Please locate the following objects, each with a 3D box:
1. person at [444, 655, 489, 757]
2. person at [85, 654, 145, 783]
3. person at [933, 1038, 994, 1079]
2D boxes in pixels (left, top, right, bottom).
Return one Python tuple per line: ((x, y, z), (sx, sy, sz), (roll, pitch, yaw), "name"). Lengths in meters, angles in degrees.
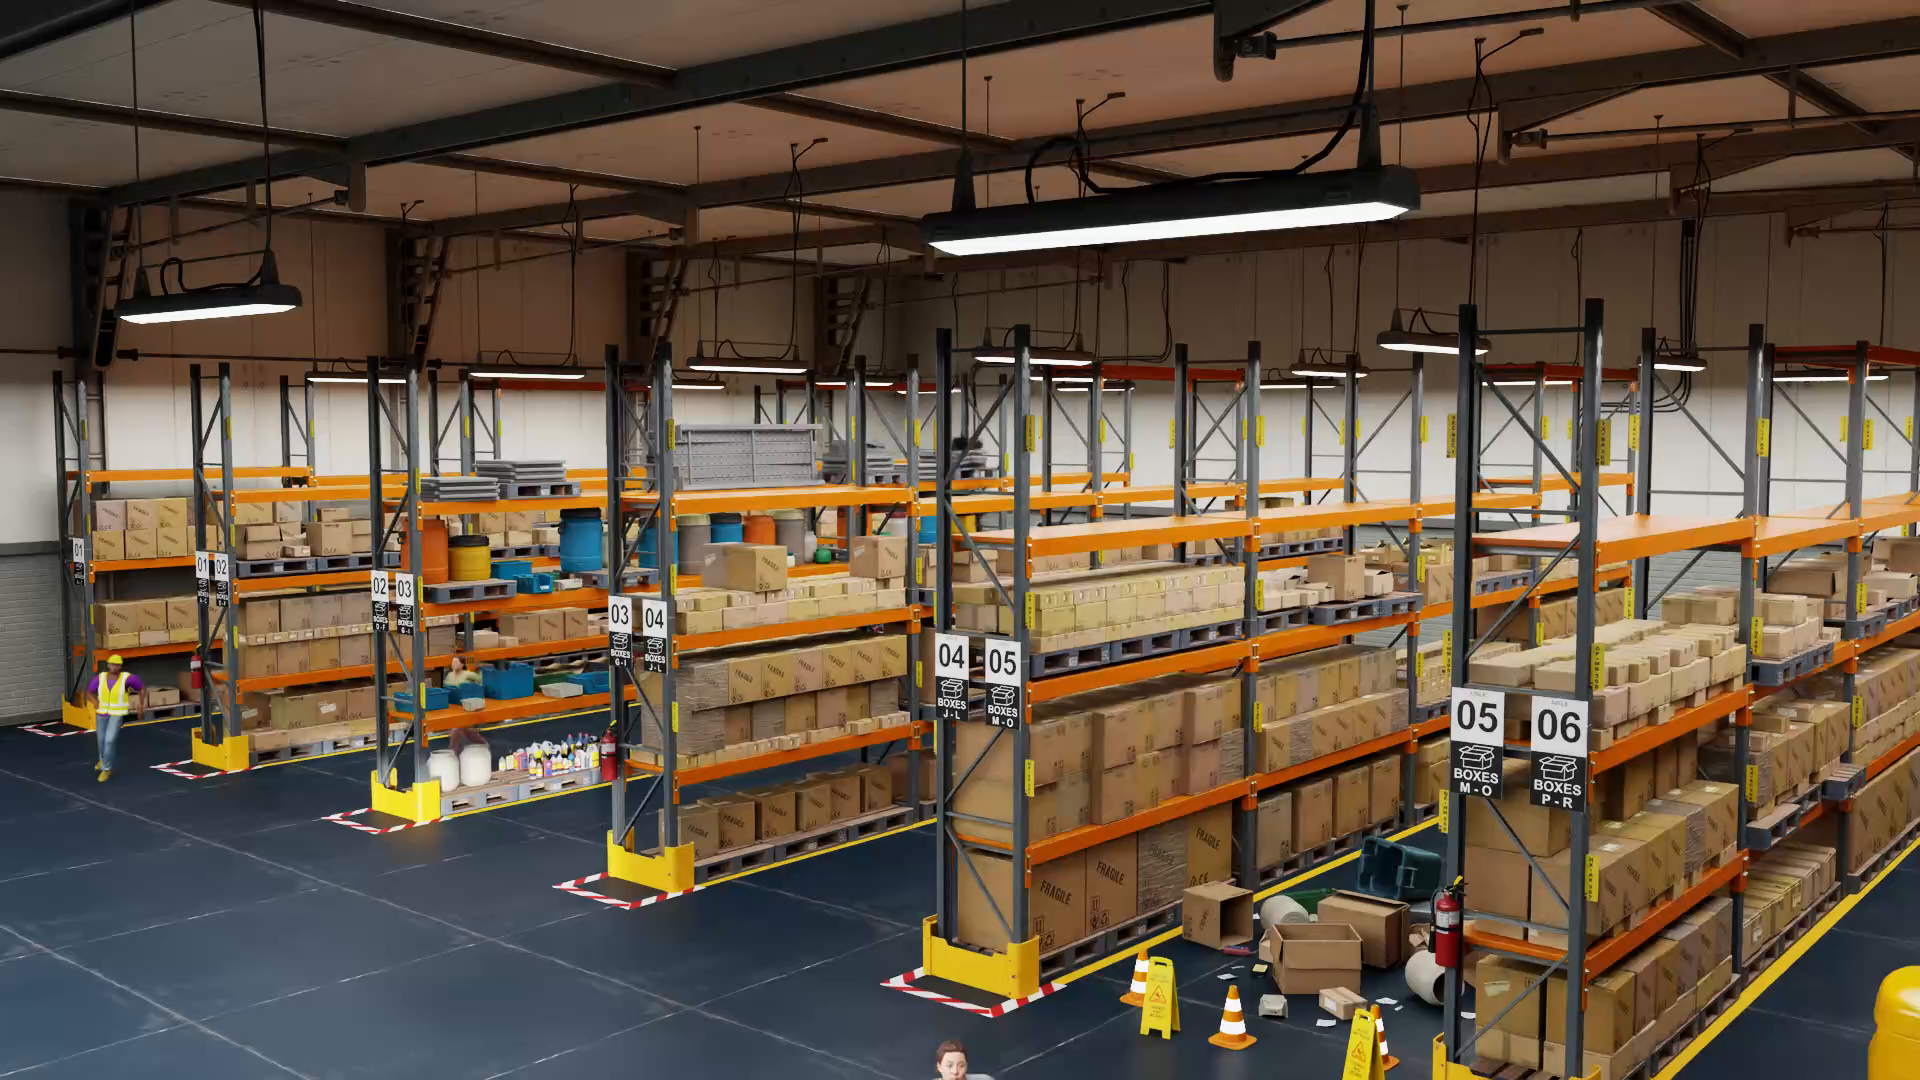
((-7.436, 2.551, 24.840), (0.544, 1.709, 1.009), (2, 5, 29), "person")
((-12.264, 2.546, 24.100), (0.762, 1.794, 0.860), (-1, 4, -10), "person")
((-0.030, 3.648, 9.543), (0.586, 1.701, 0.837), (0, 4, -4), "person")
